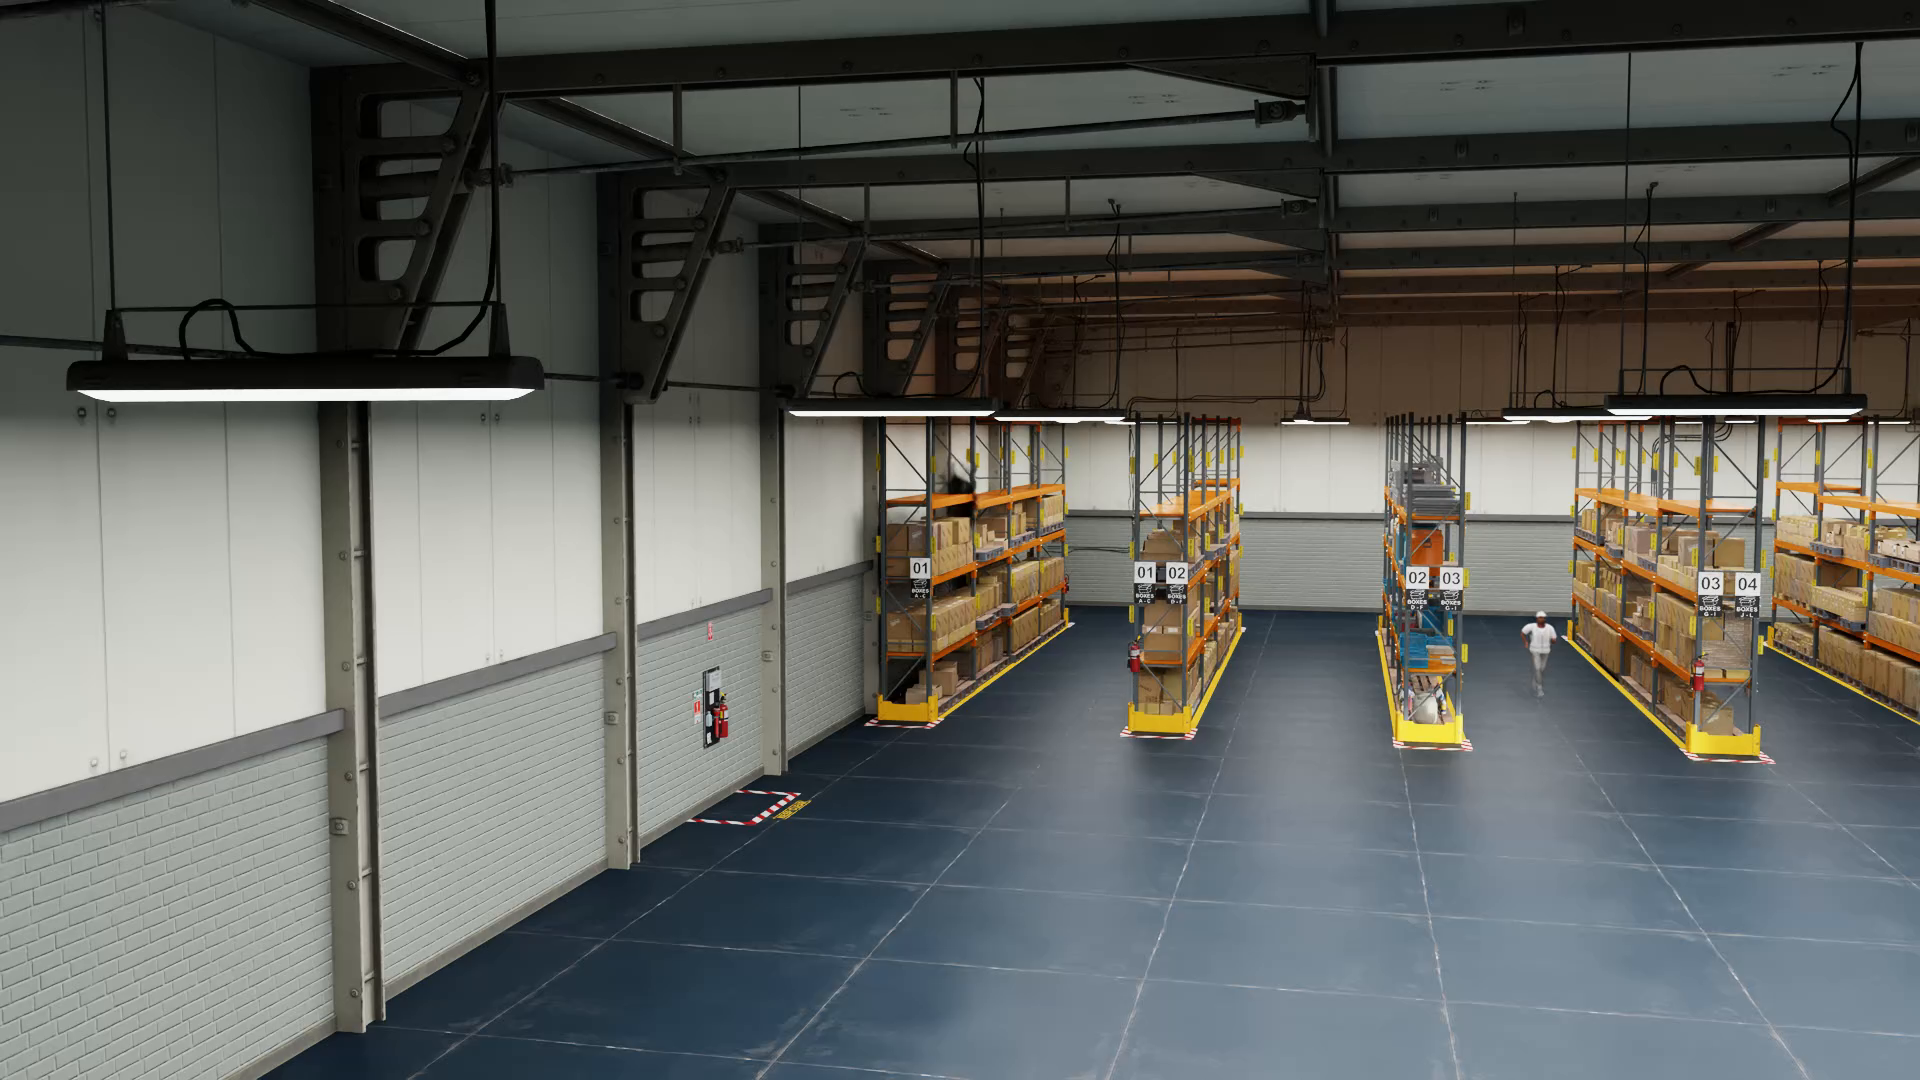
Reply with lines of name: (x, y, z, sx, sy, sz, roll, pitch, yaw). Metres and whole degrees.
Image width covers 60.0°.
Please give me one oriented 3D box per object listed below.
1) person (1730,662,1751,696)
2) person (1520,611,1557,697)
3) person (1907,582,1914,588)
person: (16.739, 2.568, 35.589, 0.563, 1.442, 0.906, 0, 4, 4)
person: (12.433, 2.414, 35.645, 0.694, 1.788, 0.966, 0, 4, 1)
person: (25.289, 1.910, 44.162, 0.907, 1.649, 0.591, 1, 4, 9)
